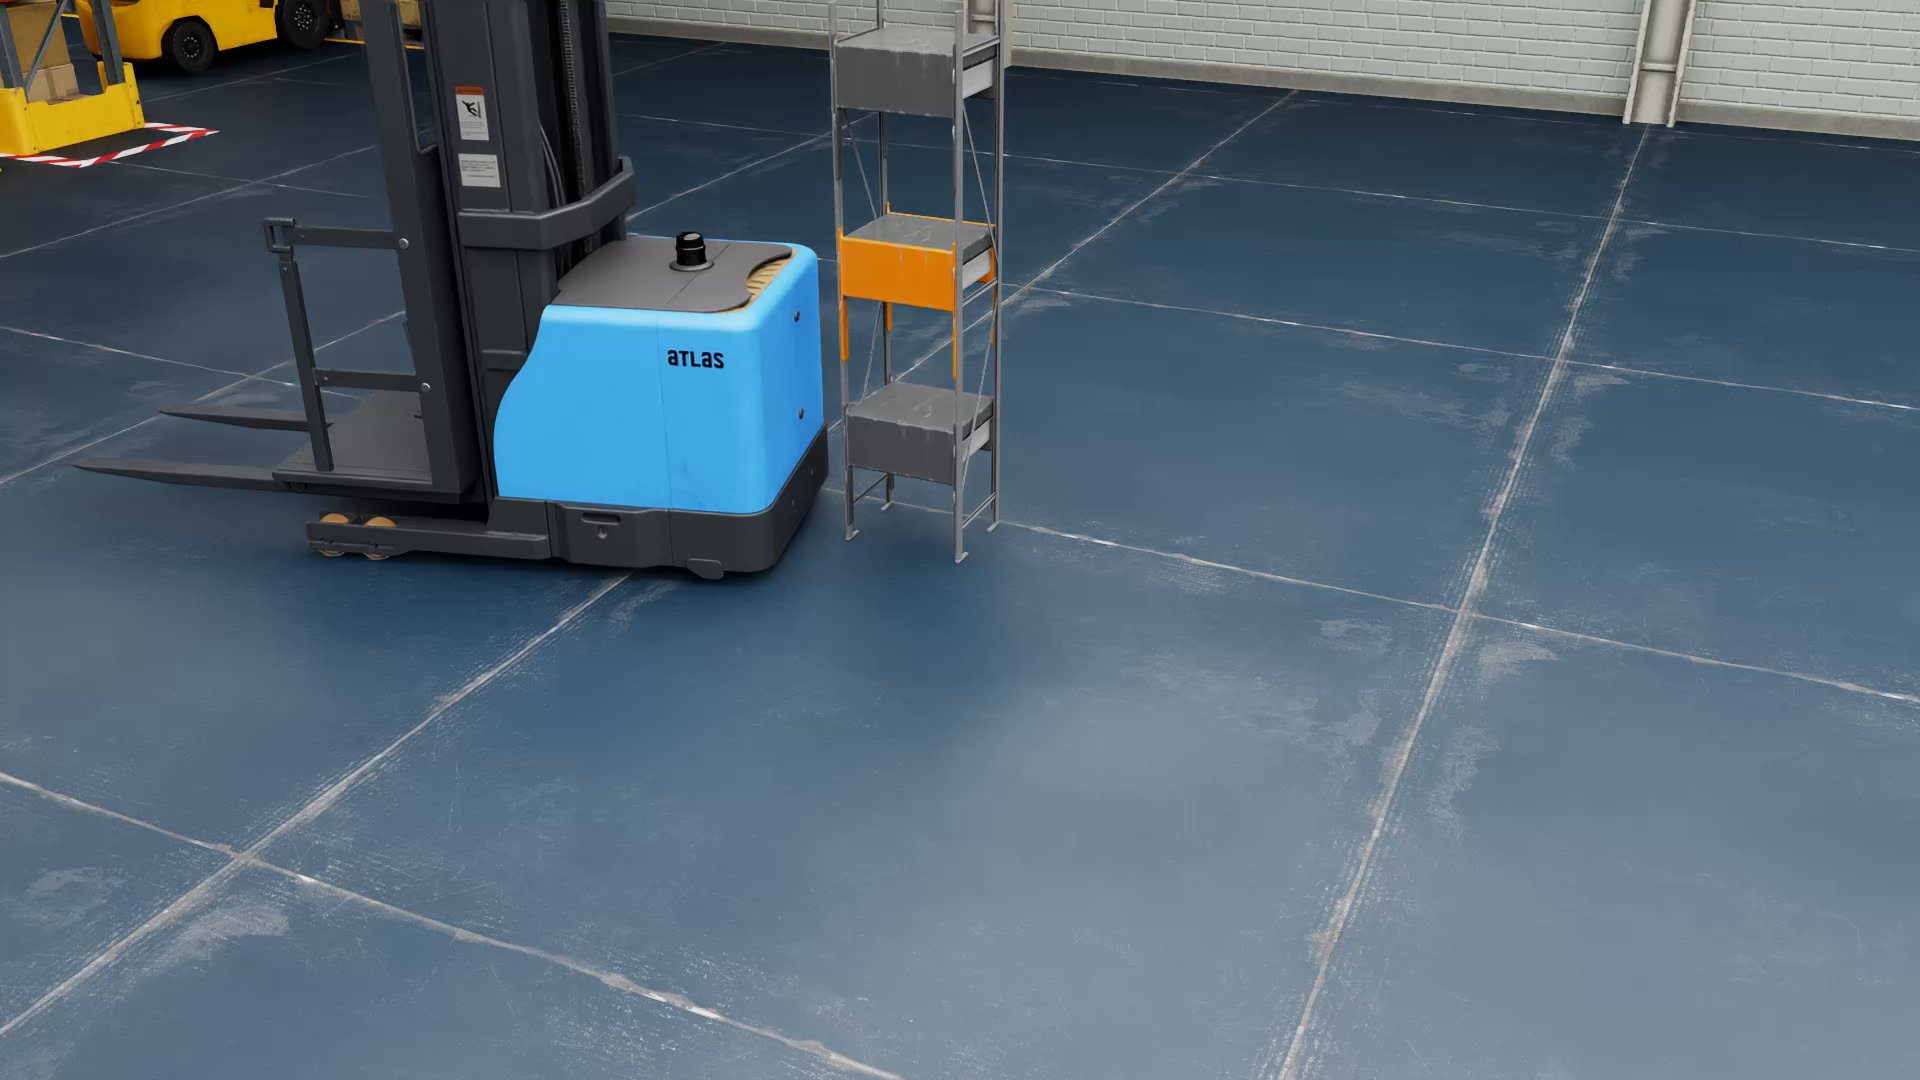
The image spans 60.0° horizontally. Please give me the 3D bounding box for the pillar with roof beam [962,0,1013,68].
[{"bbox_3d":[-1.520,-6.880,10.535,0.400,9.000,9.100,11,28,22],"label":"pillar with roof beam"}]

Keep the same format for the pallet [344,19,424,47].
[{"bbox_3d":[-5.653,-5.398,17.476,1.213,0.211,1.003,11,28,22],"label":"pallet"}]

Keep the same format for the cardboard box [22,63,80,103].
[{"bbox_3d":[-7.610,-3.743,13.595,0.500,0.250,0.500,11,28,21],"label":"cardboard box"}]

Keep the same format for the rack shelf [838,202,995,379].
[{"bbox_3d":[-0.151,-0.960,6.354,0.480,0.518,0.431,11,28,22],"label":"rack shelf"}]

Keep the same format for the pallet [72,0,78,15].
[{"bbox_3d":[-9.267,-6.126,18.953,1.213,0.211,1.003,11,28,22],"label":"pallet"}]

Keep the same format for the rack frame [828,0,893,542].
[{"bbox_3d":[-0.373,-1.017,6.438,0.015,2.100,0.400,11,28,22],"label":"rack frame"}]

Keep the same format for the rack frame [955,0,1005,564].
[{"bbox_3d":[0.071,-0.928,6.257,0.015,2.100,0.400,11,28,22],"label":"rack frame"}]

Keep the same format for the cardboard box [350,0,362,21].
[{"bbox_3d":[-5.947,-5.535,17.233,0.500,0.250,0.500,11,28,22],"label":"cardboard box"}]

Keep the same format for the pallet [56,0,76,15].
[{"bbox_3d":[-10.382,-6.348,19.405,1.213,0.211,1.003,11,28,22],"label":"pallet"}]

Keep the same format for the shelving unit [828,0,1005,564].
[{"bbox_3d":[-0.151,-0.972,6.348,0.503,2.100,0.431,11,28,22],"label":"shelving unit"}]

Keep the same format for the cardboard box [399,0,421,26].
[{"bbox_3d":[-5.498,-5.440,17.041,0.500,0.250,0.500,12,28,22],"label":"cardboard box"}]

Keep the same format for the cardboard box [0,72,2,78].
[{"bbox_3d":[-7.828,-3.863,12.988,0.500,0.500,0.500,12,28,22],"label":"cardboard box"}]

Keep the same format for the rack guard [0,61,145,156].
[{"bbox_3d":[-7.060,-3.422,13.135,0.348,0.500,1.175,11,28,22],"label":"rack guard"}]

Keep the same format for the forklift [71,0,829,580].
[{"bbox_3d":[-2.131,-1.459,6.396,3.031,2.935,1.130,4,27,9],"label":"forklift"}]

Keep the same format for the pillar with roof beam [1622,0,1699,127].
[{"bbox_3d":[3.942,-5.782,8.307,0.400,9.000,9.100,11,28,22],"label":"pillar with roof beam"}]

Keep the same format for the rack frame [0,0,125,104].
[{"bbox_3d":[-6.991,-4.530,12.555,0.127,3.000,1.000,11,28,22],"label":"rack frame"}]

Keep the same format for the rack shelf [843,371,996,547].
[{"bbox_3d":[-0.151,-0.332,6.663,0.480,0.518,0.431,11,28,22],"label":"rack shelf"}]

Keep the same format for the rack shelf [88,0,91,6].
[{"bbox_3d":[-8.811,-4.573,13.456,4.000,0.370,1.077,11,28,22],"label":"rack shelf"}]

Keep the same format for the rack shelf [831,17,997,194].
[{"bbox_3d":[-0.151,-1.588,6.045,0.480,0.518,0.431,11,28,22],"label":"rack shelf"}]

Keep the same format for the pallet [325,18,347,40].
[{"bbox_3d":[-6.759,-5.622,17.930,1.213,0.211,1.003,11,28,22],"label":"pallet"}]

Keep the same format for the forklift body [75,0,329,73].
[{"bbox_3d":[-7.421,-5.759,16.012,1.214,2.155,2.313,11,28,22],"label":"forklift body"}]

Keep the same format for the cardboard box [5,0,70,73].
[{"bbox_3d":[-7.632,-4.084,13.437,0.500,0.500,0.500,10,28,20],"label":"cardboard box"}]

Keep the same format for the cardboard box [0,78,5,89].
[{"bbox_3d":[-7.860,-3.529,13.159,0.500,0.250,0.500,11,28,22],"label":"cardboard box"}]

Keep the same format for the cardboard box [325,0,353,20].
[{"bbox_3d":[-6.398,-5.630,17.427,0.500,0.250,0.500,12,29,22],"label":"cardboard box"}]

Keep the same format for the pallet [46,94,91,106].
[{"bbox_3d":[-7.785,-3.455,13.529,1.213,0.211,1.003,11,28,22],"label":"pallet"}]
